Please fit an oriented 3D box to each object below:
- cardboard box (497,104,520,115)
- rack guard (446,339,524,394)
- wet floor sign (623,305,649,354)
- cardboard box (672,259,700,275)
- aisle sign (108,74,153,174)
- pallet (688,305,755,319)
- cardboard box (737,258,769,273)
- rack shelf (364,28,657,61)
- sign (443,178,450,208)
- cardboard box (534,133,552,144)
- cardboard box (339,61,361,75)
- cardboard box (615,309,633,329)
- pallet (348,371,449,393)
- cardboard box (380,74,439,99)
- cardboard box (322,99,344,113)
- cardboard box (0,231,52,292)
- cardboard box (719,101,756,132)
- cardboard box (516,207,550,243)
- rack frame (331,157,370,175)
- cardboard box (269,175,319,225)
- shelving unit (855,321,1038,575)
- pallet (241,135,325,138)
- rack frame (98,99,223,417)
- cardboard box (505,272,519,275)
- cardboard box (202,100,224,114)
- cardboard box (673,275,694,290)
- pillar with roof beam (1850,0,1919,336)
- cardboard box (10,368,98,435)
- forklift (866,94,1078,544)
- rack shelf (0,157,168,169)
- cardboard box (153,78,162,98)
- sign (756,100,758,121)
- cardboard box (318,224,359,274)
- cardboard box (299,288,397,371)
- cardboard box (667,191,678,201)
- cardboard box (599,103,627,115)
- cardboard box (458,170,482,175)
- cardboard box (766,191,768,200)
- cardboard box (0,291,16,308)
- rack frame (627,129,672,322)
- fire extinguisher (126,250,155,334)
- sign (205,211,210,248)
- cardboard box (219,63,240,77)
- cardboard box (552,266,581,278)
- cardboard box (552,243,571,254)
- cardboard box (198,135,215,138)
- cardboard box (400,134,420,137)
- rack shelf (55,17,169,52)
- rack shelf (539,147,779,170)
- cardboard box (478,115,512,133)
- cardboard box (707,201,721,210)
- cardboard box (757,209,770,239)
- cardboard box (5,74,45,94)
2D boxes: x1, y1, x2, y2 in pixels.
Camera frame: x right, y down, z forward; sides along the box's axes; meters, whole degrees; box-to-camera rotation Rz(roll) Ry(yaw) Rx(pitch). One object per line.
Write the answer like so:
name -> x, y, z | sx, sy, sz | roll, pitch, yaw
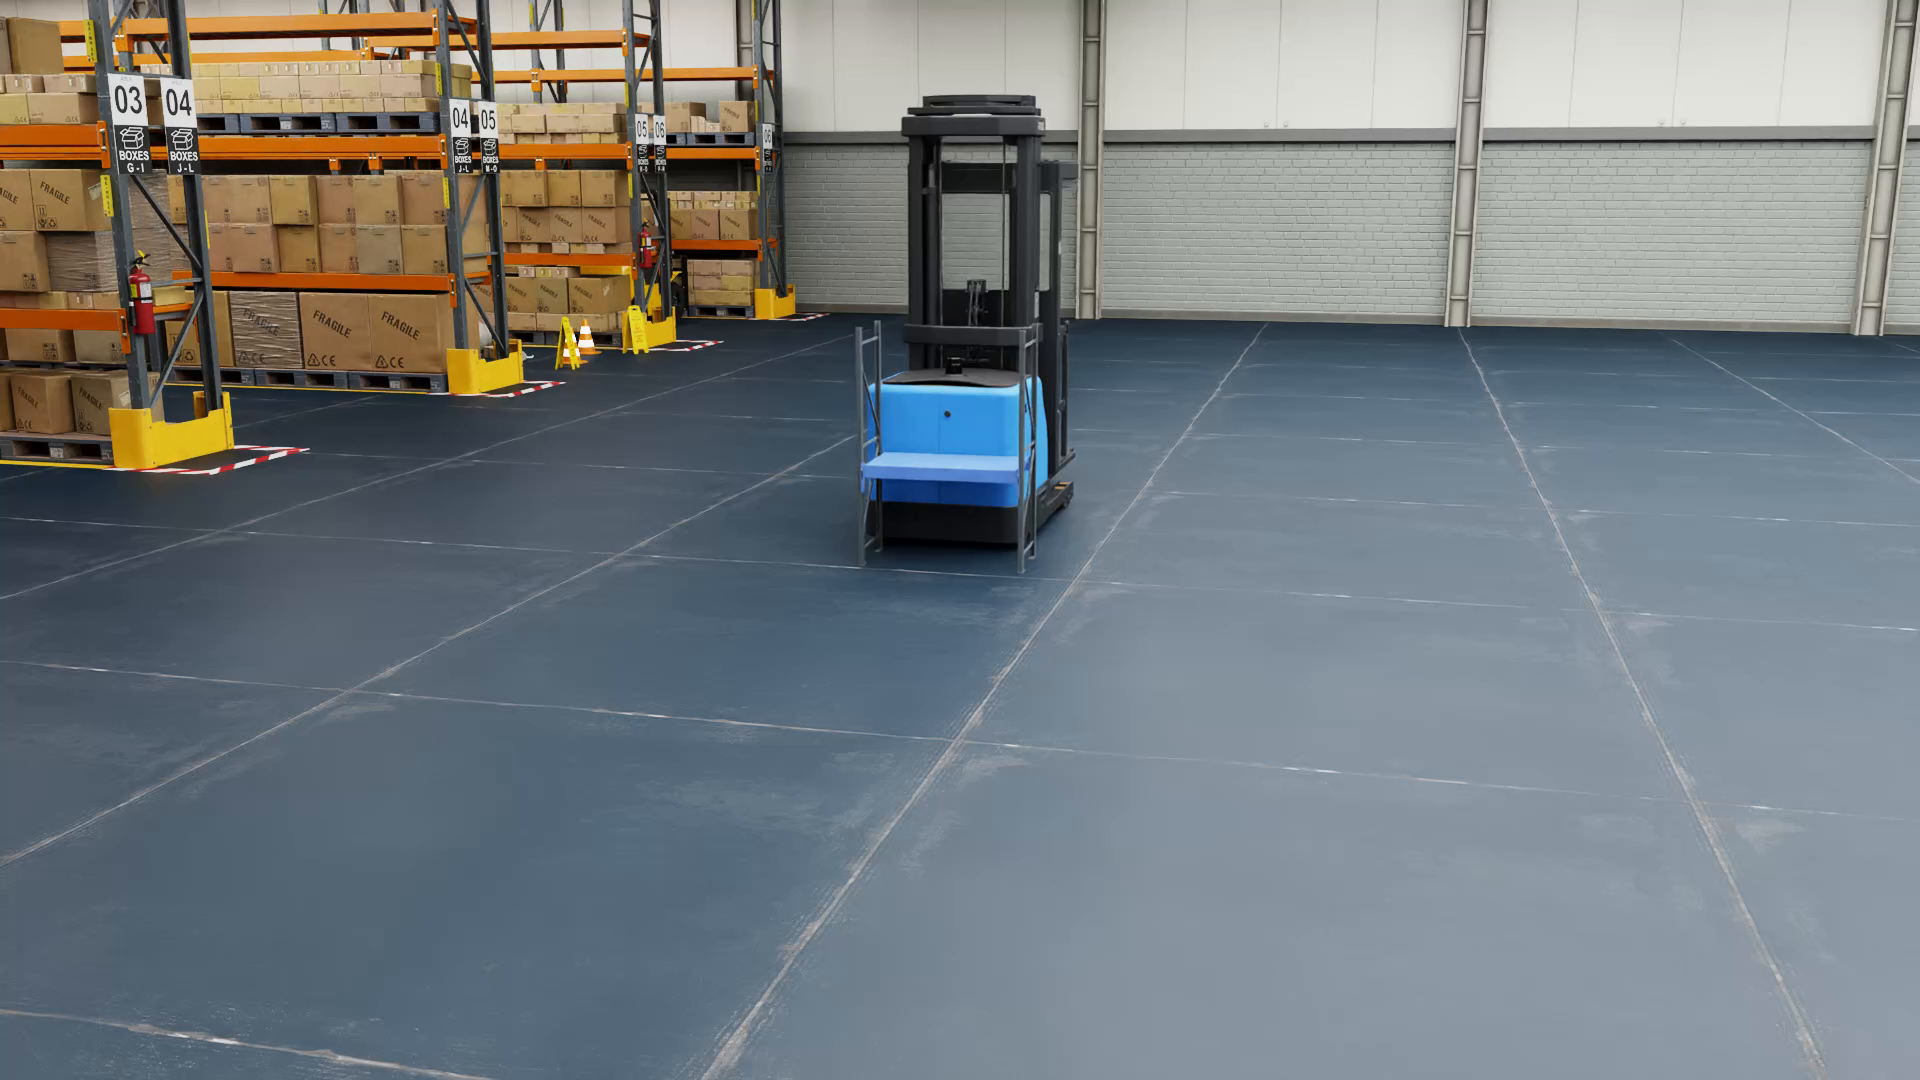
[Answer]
cardboard box -> -6.272, -6.025, 23.277 | 0.250, 0.149, 0.380 | 3, 13, 15
rack guard -> -5.441, -1.998, 19.084 | 0.348, 0.500, 1.175 | 3, 13, 14
wet floor sign -> -4.448, -2.881, 22.731 | 0.232, 0.644, 0.267 | 8, 15, 33
cardboard box -> -4.702, -4.668, 28.419 | 0.500, 0.250, 0.500 | 3, 13, 14
aisle sign -> -6.762, -3.384, 13.561 | 0.004, 0.787, 0.394 | 3, 13, 14
pallet -> -3.943, -3.979, 28.681 | 1.213, 0.211, 1.003 | 3, 13, 14
cardboard box -> -3.612, -4.725, 28.676 | 0.500, 0.250, 0.500 | 3, 13, 13
rack shelf -> -6.318, -6.945, 23.431 | 4.000, 0.370, 1.077 | 3, 13, 14
sign -> -5.608, -3.787, 18.157 | 0.005, 0.325, 0.100 | 3, 13, 14
cardboard box -> -5.772, -5.624, 23.312 | 0.250, 0.149, 0.380 | 3, 13, 13
cardboard box -> -6.615, -5.190, 18.315 | 0.250, 0.149, 0.380 | 3, 13, 14
cardboard box -> -5.093, -3.228, 24.238 | 0.500, 0.250, 0.500 | 3, 13, 13
pallet -> -6.259, -1.883, 19.234 | 1.213, 0.211, 1.003 | 3, 13, 14
cardboard box -> -6.006, -4.976, 18.272 | 0.500, 0.250, 0.500 | 3, 13, 14
cardboard box -> -6.857, -4.814, 18.460 | 0.250, 0.149, 0.380 | 3, 13, 13
cardboard box -> -7.792, -2.411, 14.256 | 0.500, 0.500, 0.875 | 3, 13, 14
cardboard box -> -3.679, -7.048, 27.721 | 0.500, 0.500, 0.500 | 3, 13, 15
cardboard box -> -5.939, -4.483, 23.599 | 0.500, 0.500, 0.500 | 3, 13, 13
rack frame -> -10.958, -5.725, 30.111 | 0.127, 3.000, 1.000 | 3, 13, 14
cardboard box -> -7.428, -3.914, 19.111 | 0.500, 0.550, 0.875 | 3, 13, 14
shelving unit -> -0.076, -0.593, 10.445 | 1.048, 1.500, 0.538 | 3, 13, 12
pallet -> -9.841, -5.953, 24.651 | 1.003, 0.211, 1.213 | 3, 13, 14
rack frame -> -6.751, -2.182, 14.141 | 0.127, 3.000, 1.000 | 3, 13, 14
cardboard box -> -6.631, -3.675, 24.522 | 0.500, 0.500, 0.500 | 4, 13, 17
cardboard box -> -8.339, -4.893, 18.816 | 0.250, 0.149, 0.380 | 3, 13, 13
cardboard box -> -4.729, -4.426, 28.484 | 0.500, 0.250, 0.500 | 3, 13, 12
pillar with roof beam -> 12.794, -6.625, 20.317 | 0.400, 9.000, 9.100 | 3, 13, 14
cardboard box -> -7.941, -1.226, 14.636 | 0.500, 0.500, 0.500 | 7, 14, 28
forklift -> 0.232, -1.678, 12.031 | 1.130, 2.935, 3.031 | 3, 13, 14
rack shelf -> -16.783, -7.149, 31.268 | 4.000, 0.370, 1.077 | 3, 13, 14
cardboard box -> -8.940, -5.133, 18.978 | 0.500, 0.250, 0.500 | 3, 13, 14
sign -> -3.334, -7.054, 27.317 | 0.005, 0.325, 0.100 | 3, 13, 14
cardboard box -> -6.888, -3.382, 19.205 | 0.550, 0.550, 0.875 | 3, 13, 14
cardboard box -> -6.993, -2.454, 19.304 | 0.875, 0.875, 0.875 | 3, 13, 13
cardboard box -> -4.852, -5.840, 28.214 | 0.250, 0.149, 0.380 | 3, 13, 15
cardboard box -> -4.775, -5.952, 22.950 | 0.250, 0.149, 0.380 | 3, 13, 14
cardboard box -> -6.913, -5.024, 23.727 | 0.500, 0.500, 0.700 | 3, 13, 12
cardboard box -> -3.466, -5.883, 28.408 | 0.250, 0.149, 0.380 | 3, 13, 12
cardboard box -> -8.046, -2.083, 14.279 | 0.250, 0.149, 0.380 | 3, 13, 14
rack frame -> -4.376, -4.266, 23.534 | 0.127, 3.000, 1.000 | 3, 13, 14
fire extinguisher -> -6.750, -2.041, 13.686 | 0.183, 0.674, 0.296 | 3, 13, 14
sign -> -6.621, -2.718, 14.562 | 0.005, 0.325, 0.100 | 3, 13, 14
cardboard box -> -8.085, -5.269, 18.670 | 0.250, 0.149, 0.380 | 3, 13, 14
cardboard box -> -5.589, -3.803, 23.598 | 0.250, 0.149, 0.380 | 3, 13, 15
cardboard box -> -5.564, -4.132, 23.512 | 0.250, 0.149, 0.380 | 3, 13, 15
cardboard box -> -11.225, -6.143, 24.839 | 0.500, 0.500, 0.700 | 3, 13, 14
cardboard box -> -7.776, -5.721, 23.750 | 0.250, 0.149, 0.380 | 3, 13, 14
rack shelf -> -11.289, -5.913, 19.694 | 4.000, 0.370, 1.077 | 3, 13, 14
rack shelf -> -5.132, -6.527, 28.461 | 4.000, 0.370, 1.077 | 3, 13, 14
cardboard box -> -6.421, -5.850, 23.409 | 0.500, 0.250, 0.500 | 3, 13, 14
cardboard box -> -4.087, -5.667, 28.125 | 0.250, 0.149, 0.380 | 3, 13, 15
cardboard box -> -3.605, -5.442, 28.608 | 0.500, 0.500, 0.500 | 3, 13, 15
cardboard box -> -7.612, -3.746, 13.691 | 0.250, 0.149, 0.380 | 2, 13, 11
